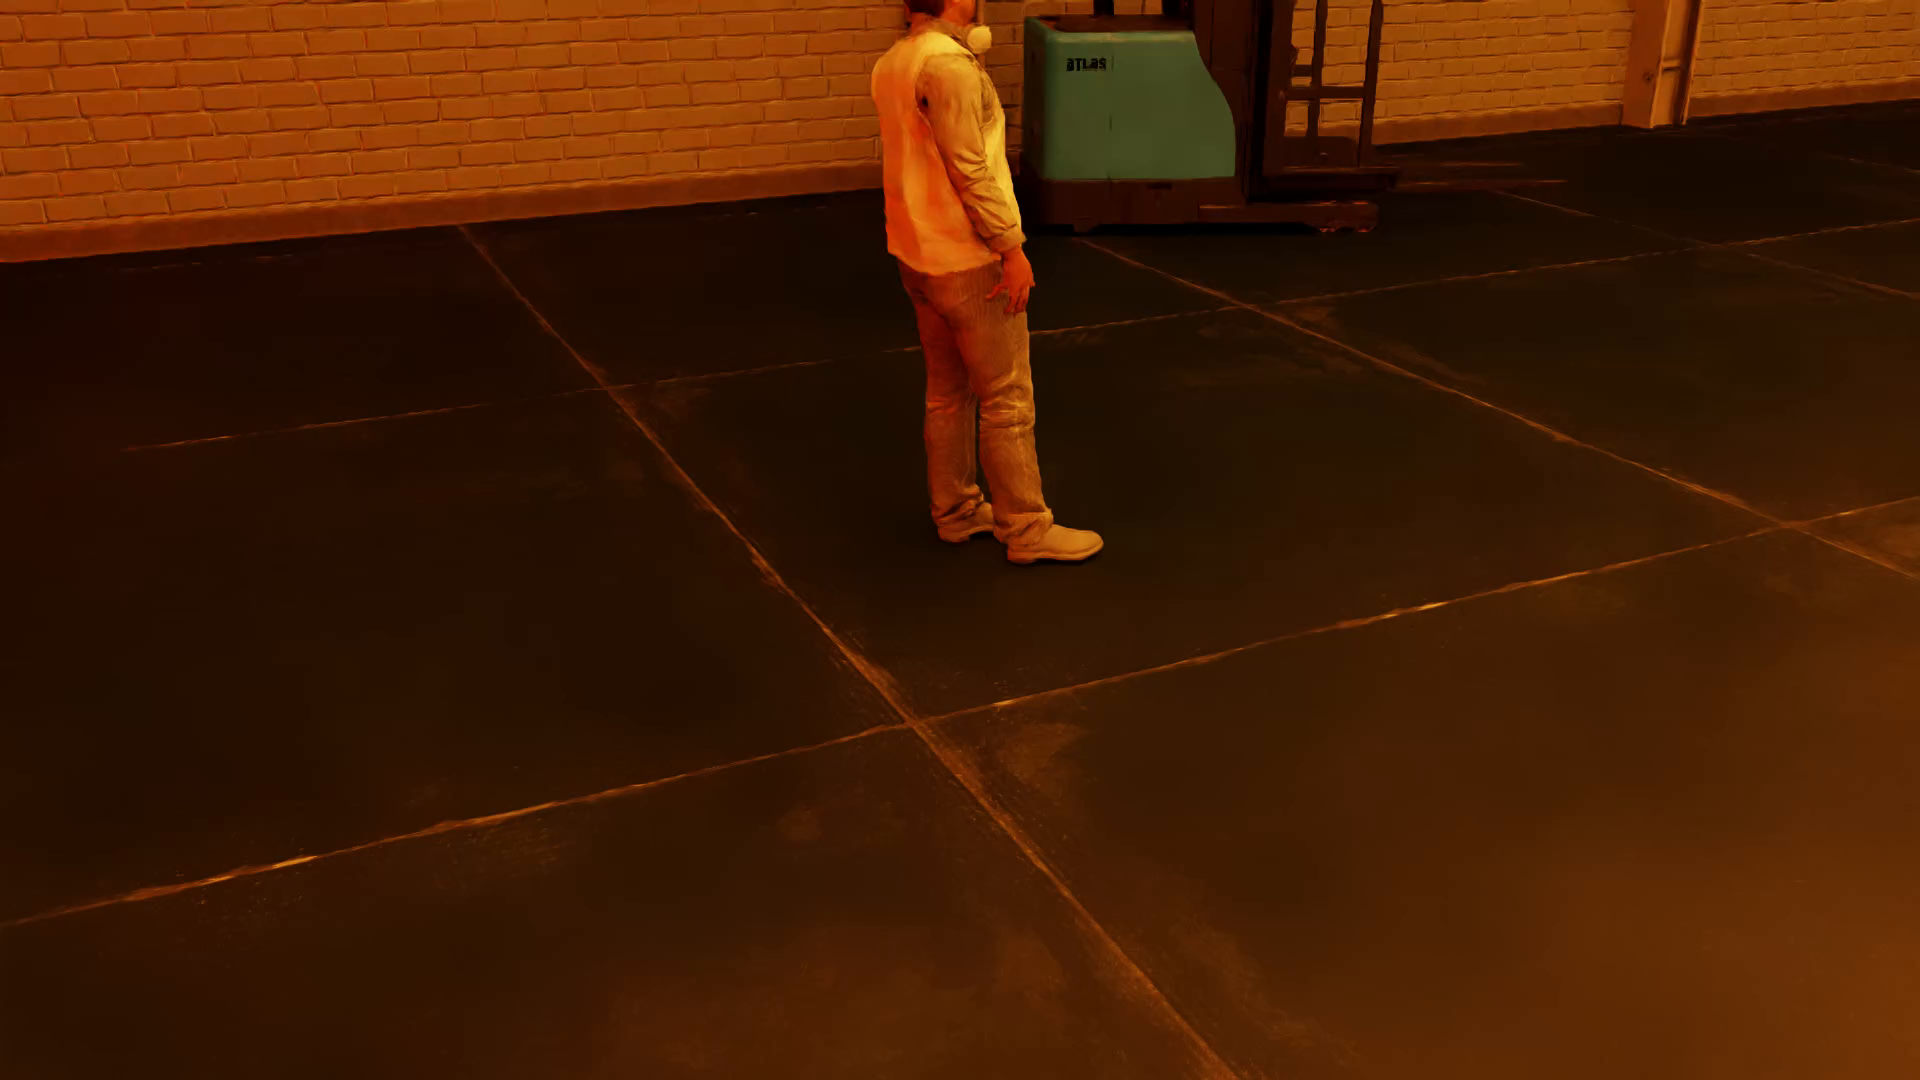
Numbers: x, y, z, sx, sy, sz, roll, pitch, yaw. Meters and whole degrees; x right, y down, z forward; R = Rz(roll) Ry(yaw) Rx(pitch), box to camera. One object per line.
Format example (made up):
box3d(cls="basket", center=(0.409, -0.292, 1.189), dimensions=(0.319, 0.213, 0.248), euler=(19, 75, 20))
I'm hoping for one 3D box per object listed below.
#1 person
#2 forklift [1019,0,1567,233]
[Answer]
box3d(cls="person", center=(0.060, -0.833, 4.781), dimensions=(0.567, 1.773, 0.632), euler=(-10, 25, -23))
box3d(cls="forklift", center=(1.898, -3.251, 9.112), dimensions=(3.031, 2.935, 1.130), euler=(-2, 23, -5))
